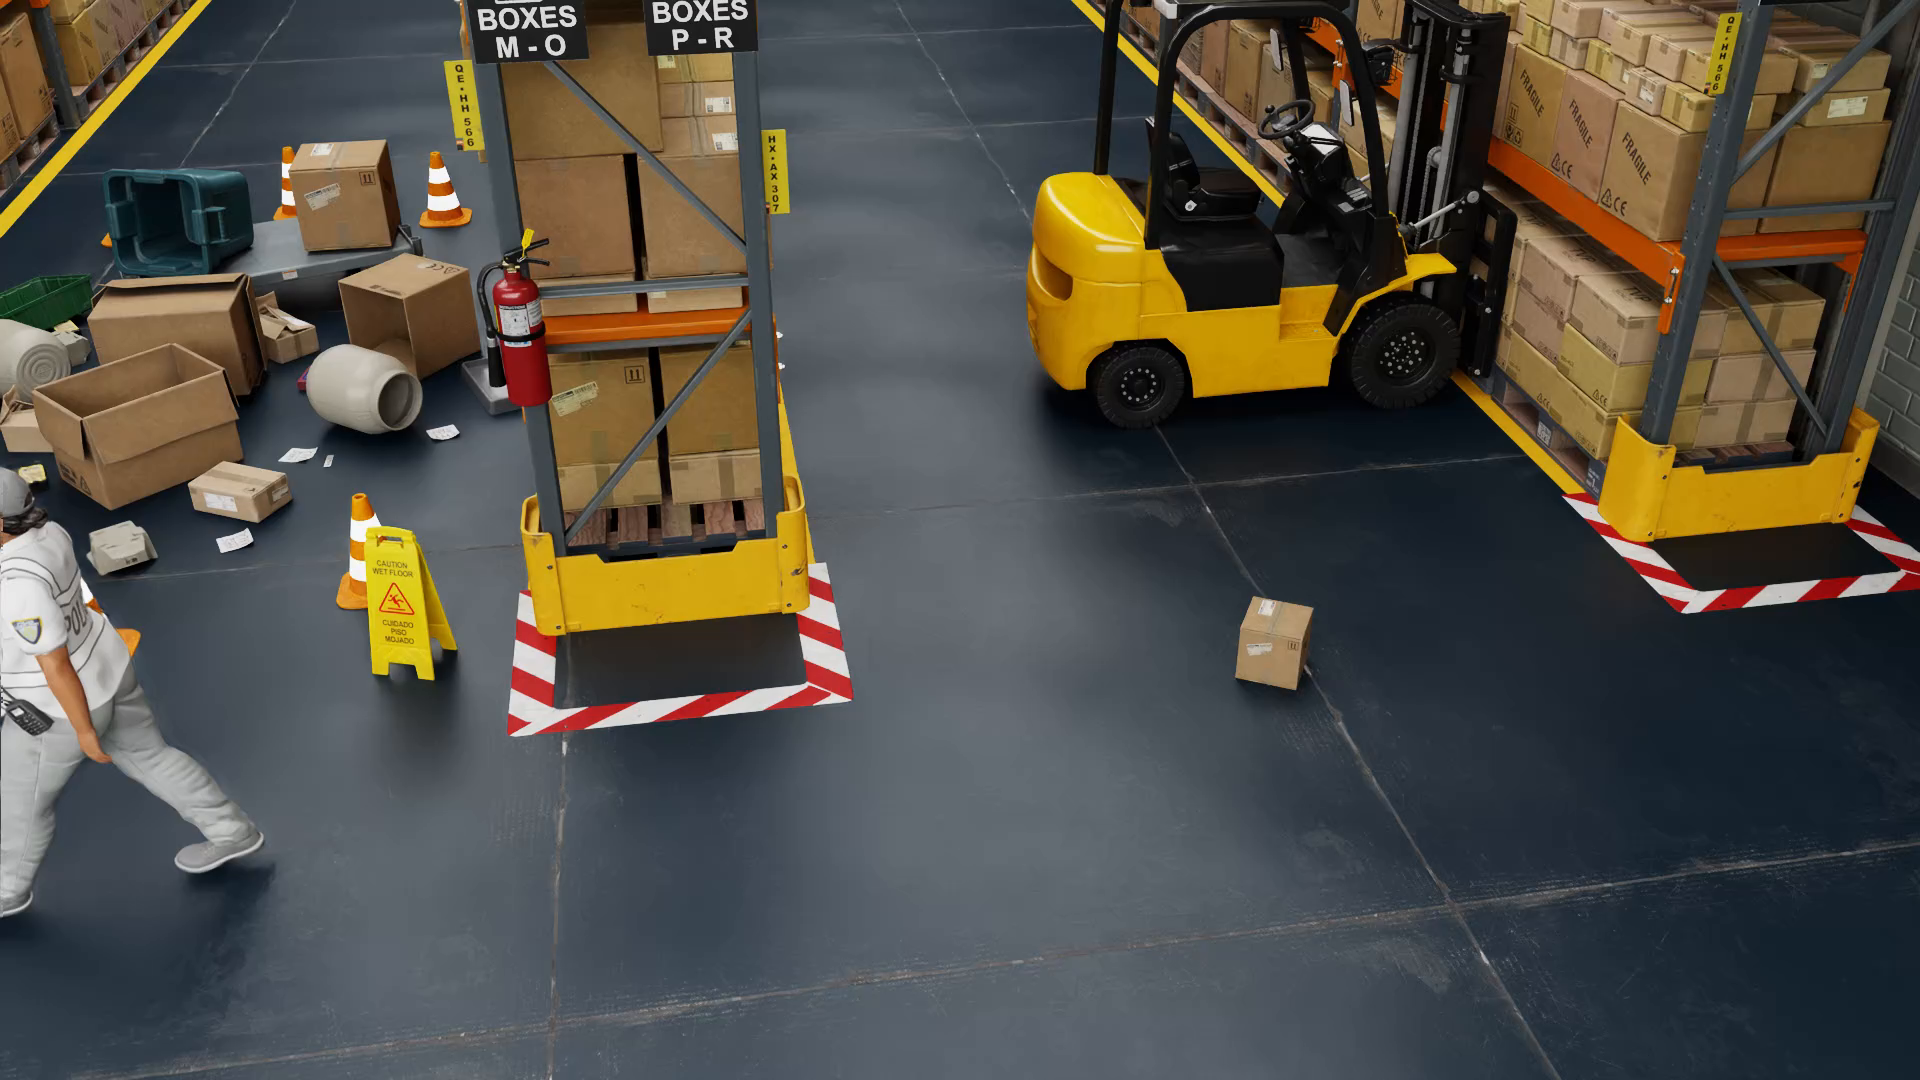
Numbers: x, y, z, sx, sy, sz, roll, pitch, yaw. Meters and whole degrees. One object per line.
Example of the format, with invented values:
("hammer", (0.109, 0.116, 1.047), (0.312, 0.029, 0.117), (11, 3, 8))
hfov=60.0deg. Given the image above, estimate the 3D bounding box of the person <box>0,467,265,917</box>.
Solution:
("person", (-2.928, 0.472, 5.325), (1.028, 1.596, 0.496), (-4, 31, -7))
